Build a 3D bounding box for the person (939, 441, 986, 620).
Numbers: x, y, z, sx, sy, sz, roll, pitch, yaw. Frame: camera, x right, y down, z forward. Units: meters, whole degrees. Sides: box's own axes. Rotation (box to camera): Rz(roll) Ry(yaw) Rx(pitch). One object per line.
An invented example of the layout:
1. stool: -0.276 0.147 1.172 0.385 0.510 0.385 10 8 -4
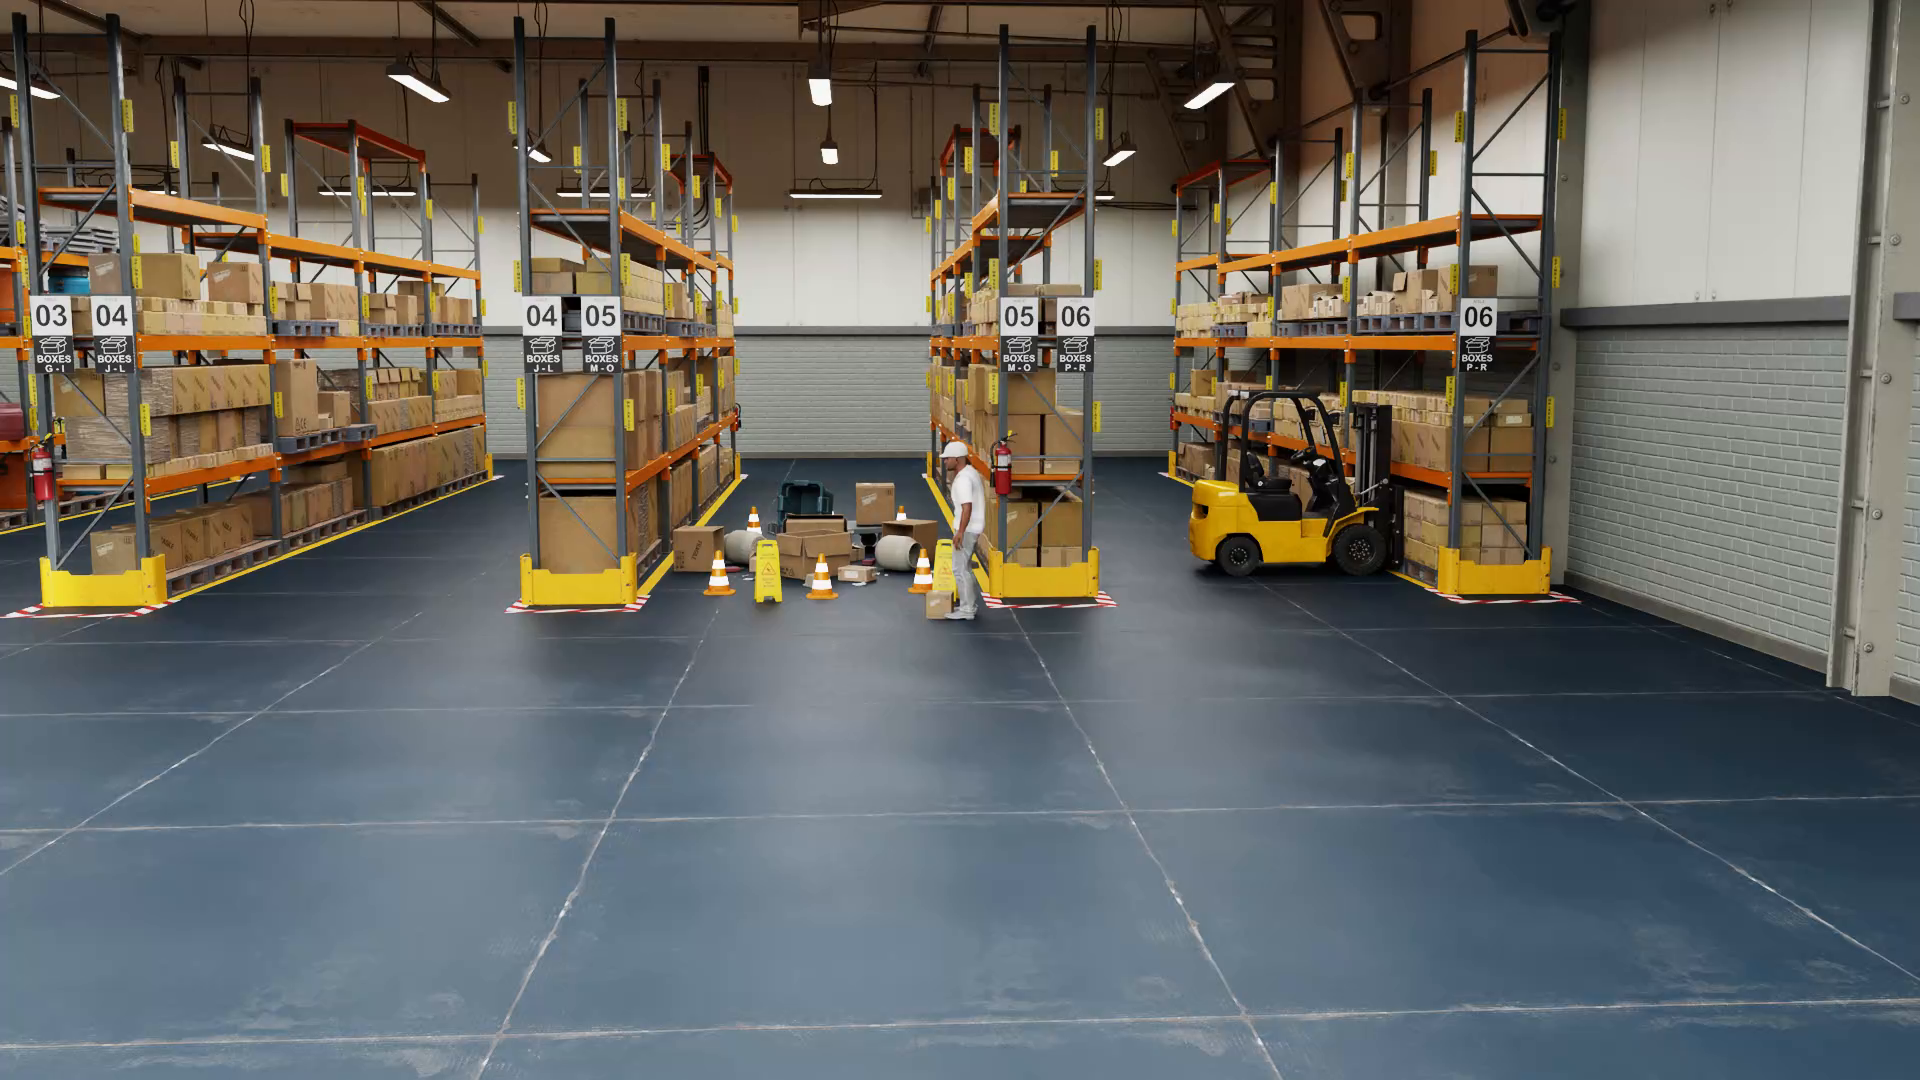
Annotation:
1. person: 0.024 -0.099 16.501 0.457 1.760 0.635 1 7 5
